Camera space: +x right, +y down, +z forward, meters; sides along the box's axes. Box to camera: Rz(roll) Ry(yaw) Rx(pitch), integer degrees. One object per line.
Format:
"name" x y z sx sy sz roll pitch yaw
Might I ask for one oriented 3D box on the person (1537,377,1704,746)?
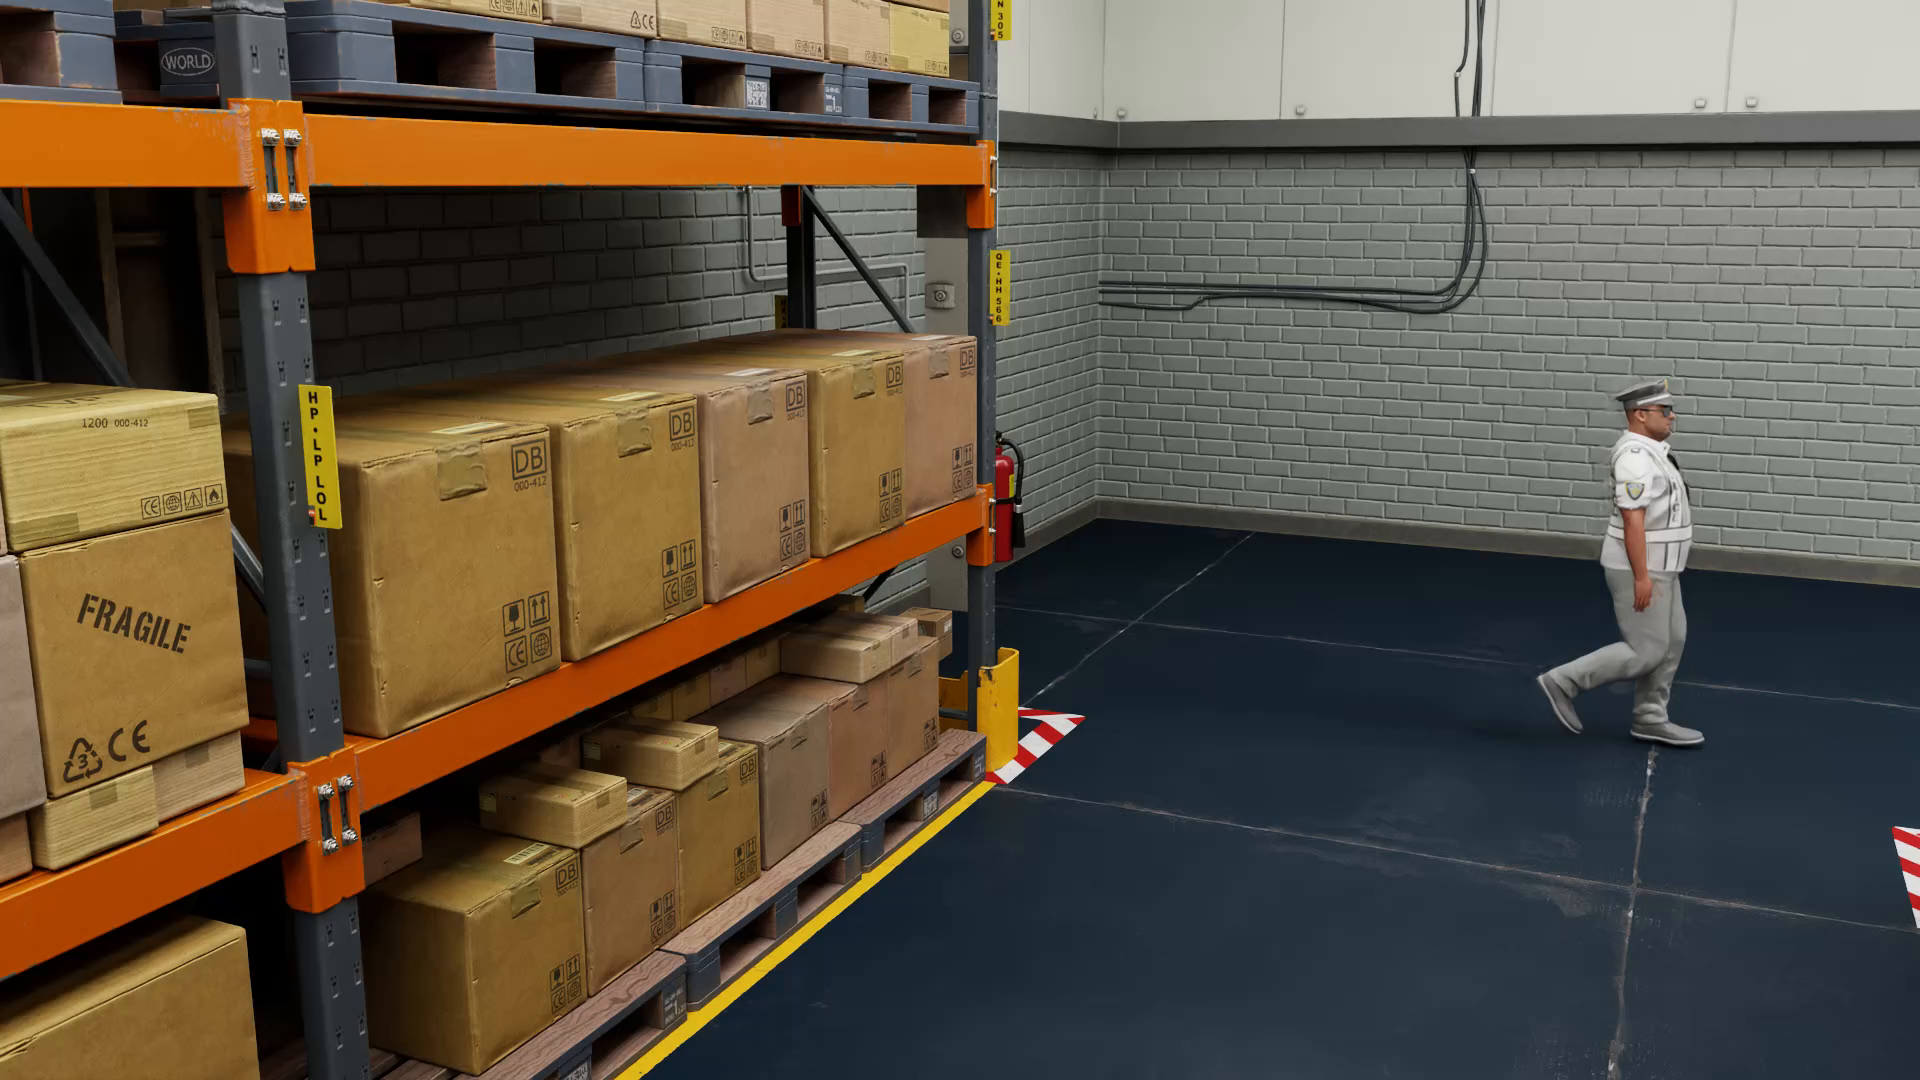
"person" 3.175 0.107 7.843 0.753 1.747 0.538 6 13 25
